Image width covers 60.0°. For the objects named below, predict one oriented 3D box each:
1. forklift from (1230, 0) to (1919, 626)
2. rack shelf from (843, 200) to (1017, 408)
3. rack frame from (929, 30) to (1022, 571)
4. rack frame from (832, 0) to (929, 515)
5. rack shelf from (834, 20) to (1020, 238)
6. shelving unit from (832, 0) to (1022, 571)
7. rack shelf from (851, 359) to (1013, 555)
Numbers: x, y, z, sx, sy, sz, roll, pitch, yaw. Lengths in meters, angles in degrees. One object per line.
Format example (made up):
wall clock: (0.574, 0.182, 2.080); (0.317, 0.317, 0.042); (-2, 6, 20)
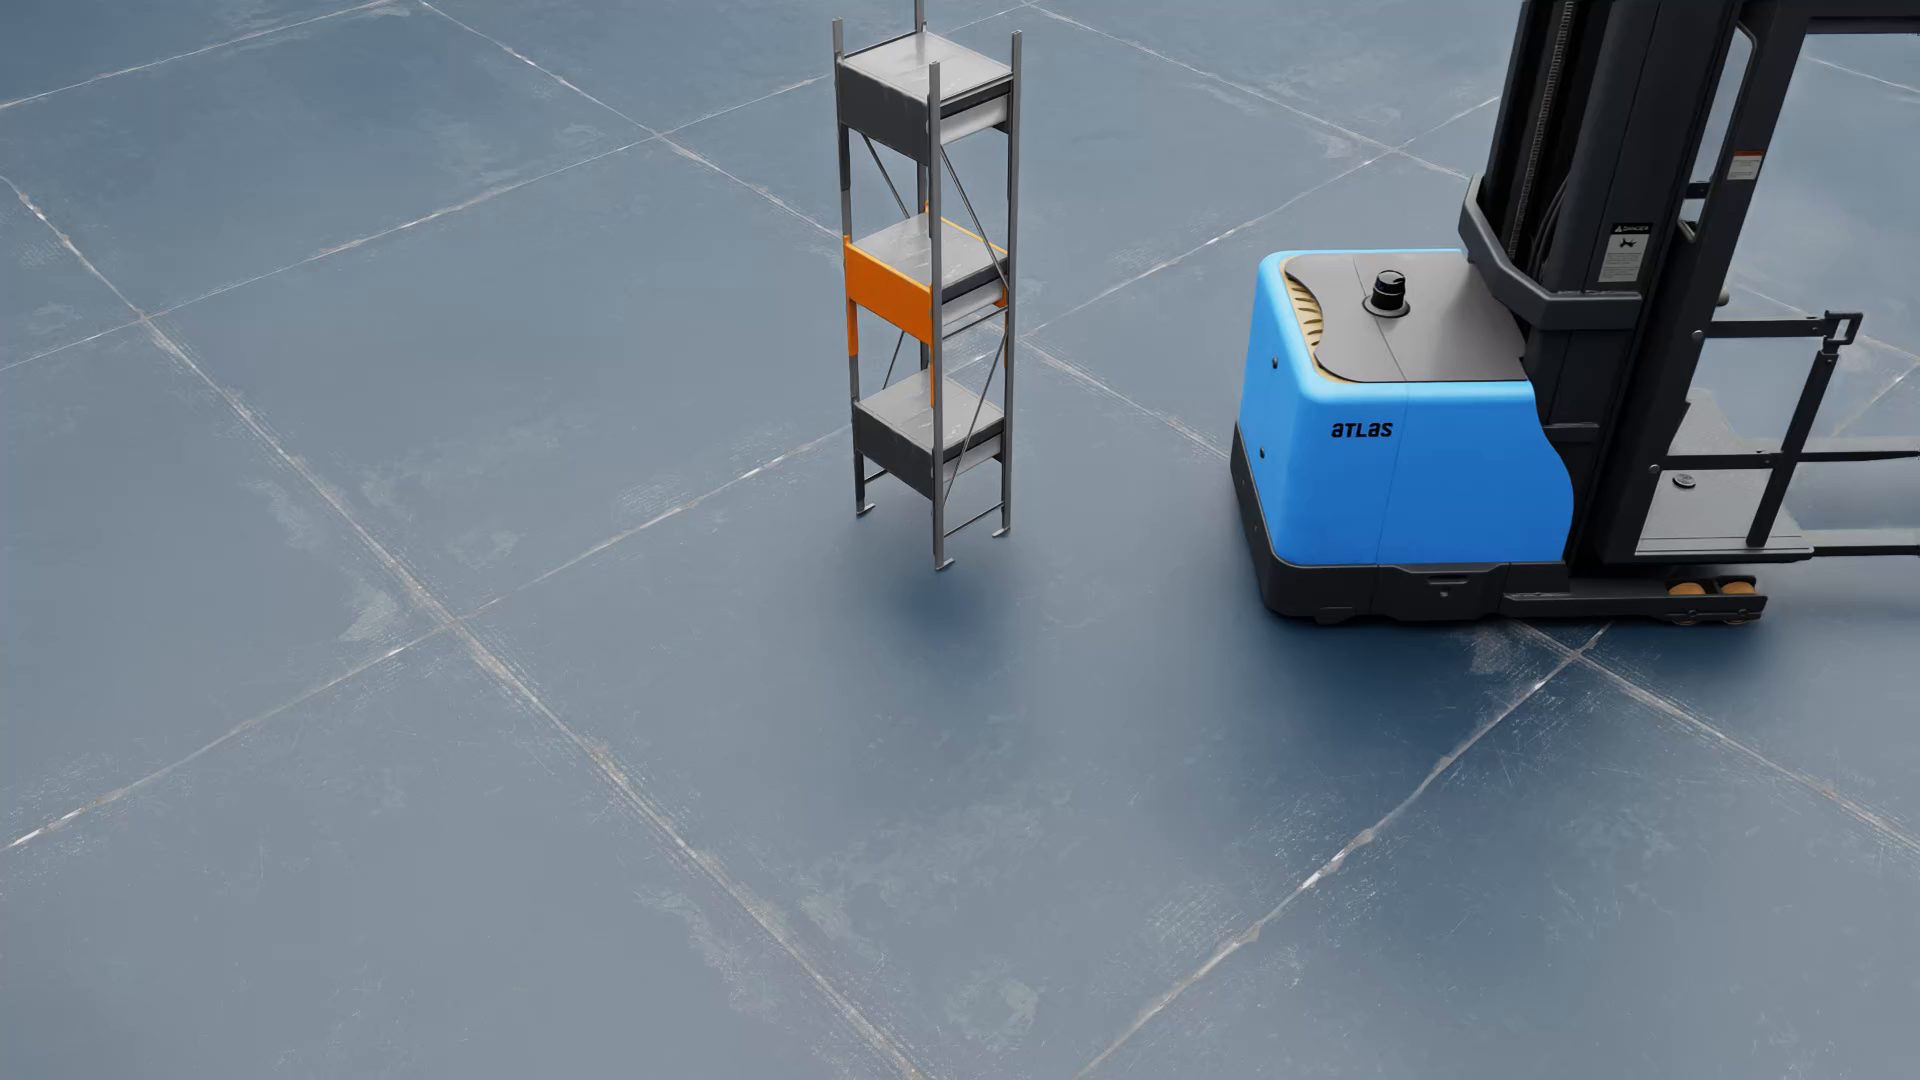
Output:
forklift: (2.664, -1.148, 5.839); (3.031, 2.935, 1.130); (-1, 39, -1)
rack shelf: (-0.112, -0.883, 6.194); (0.431, 0.518, 0.480); (-30, 48, -32)
rack frame: (0.053, -0.781, 6.045); (0.400, 2.100, 0.015); (-30, 48, -32)
rack frame: (-0.277, -1.006, 6.325); (0.400, 2.100, 0.015); (-30, 48, -32)
rack shelf: (-0.112, -1.427, 5.754); (0.431, 0.518, 0.480); (-30, 48, -32)
shelving unit: (-0.112, -0.893, 6.185); (0.431, 2.100, 0.503); (-30, 48, -32)
rack shelf: (-0.112, -0.338, 6.634); (0.431, 0.518, 0.480); (-30, 48, -32)
